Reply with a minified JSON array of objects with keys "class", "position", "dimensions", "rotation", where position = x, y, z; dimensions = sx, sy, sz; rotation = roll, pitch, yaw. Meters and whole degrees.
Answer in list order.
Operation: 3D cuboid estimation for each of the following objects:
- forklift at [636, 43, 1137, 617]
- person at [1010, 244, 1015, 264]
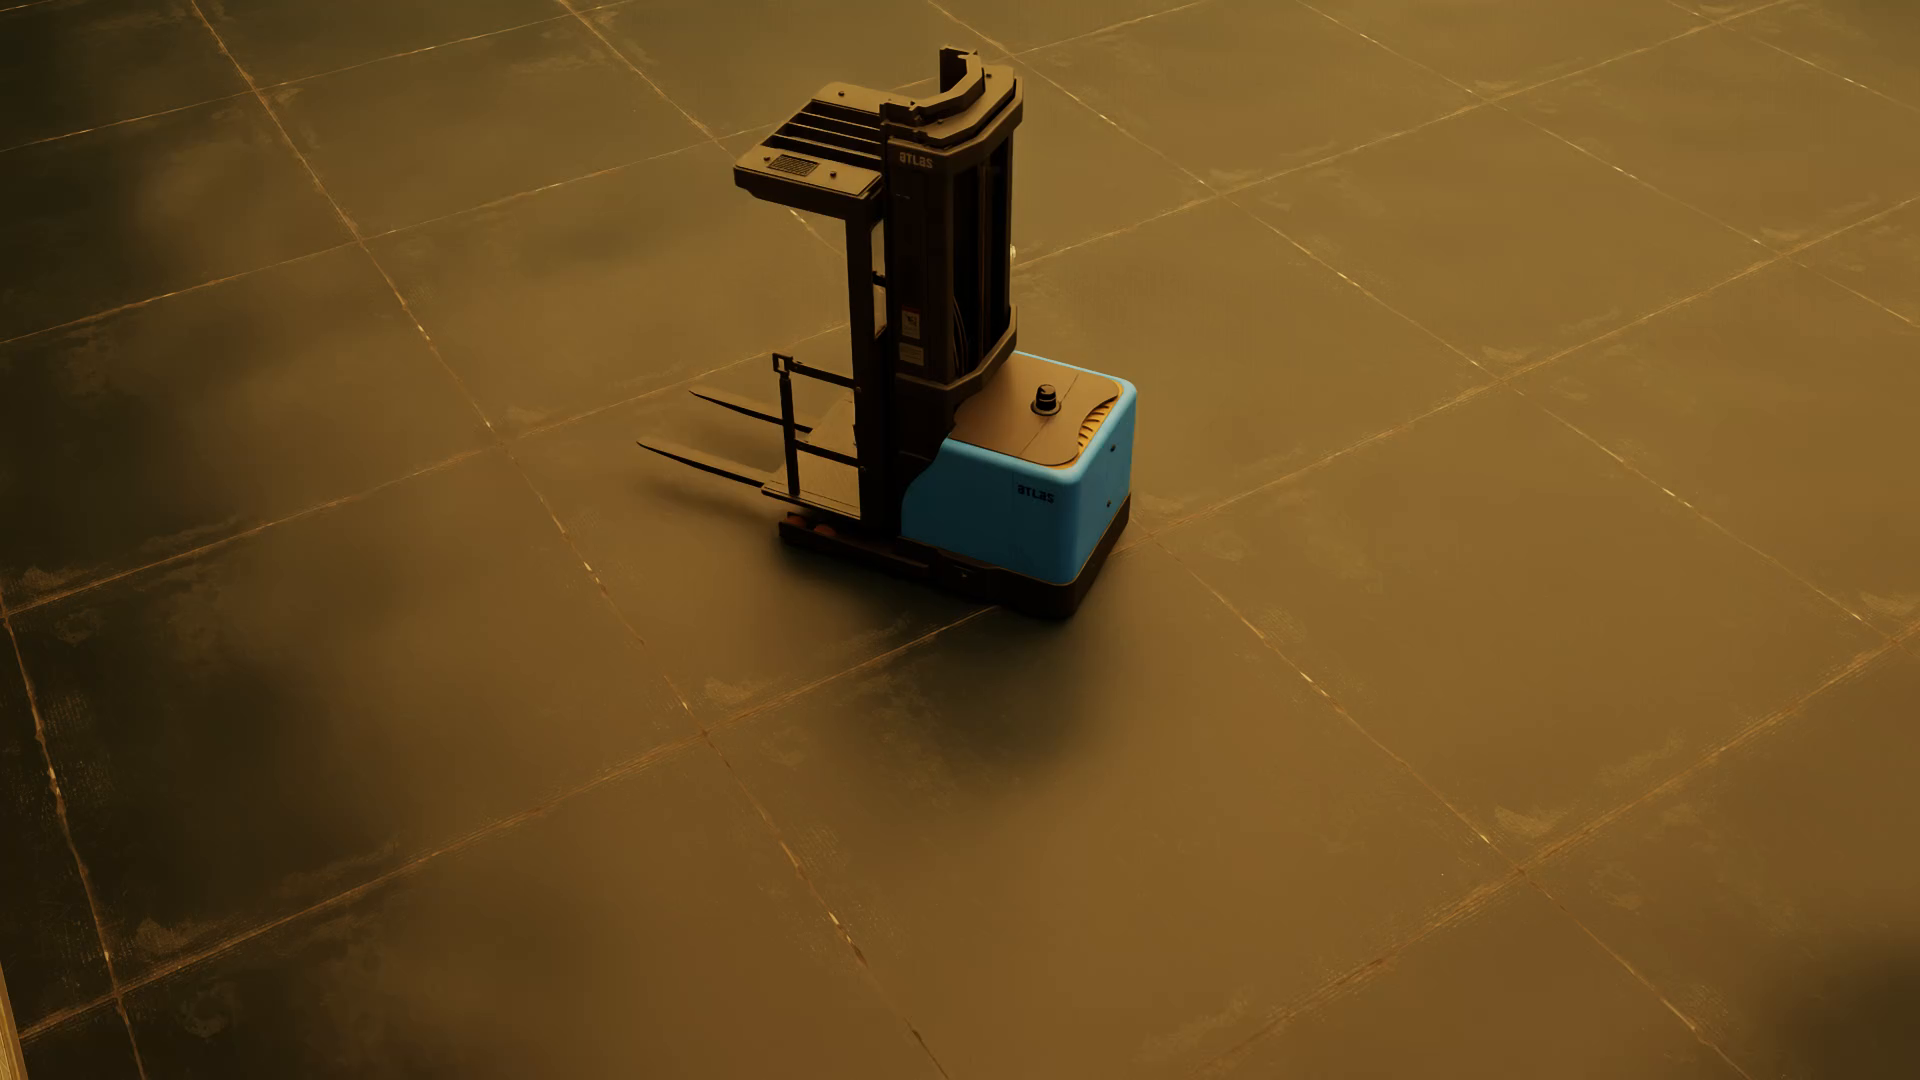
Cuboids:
[{"class":"forklift","position":[-0.530,-1.327,9.390],"dimensions":[3.031,2.935,1.130],"rotation":[17,44,19]},{"class":"person","position":[-0.045,-1.787,10.877],"dimensions":[0.542,1.706,1.140],"rotation":[24,47,25]}]
